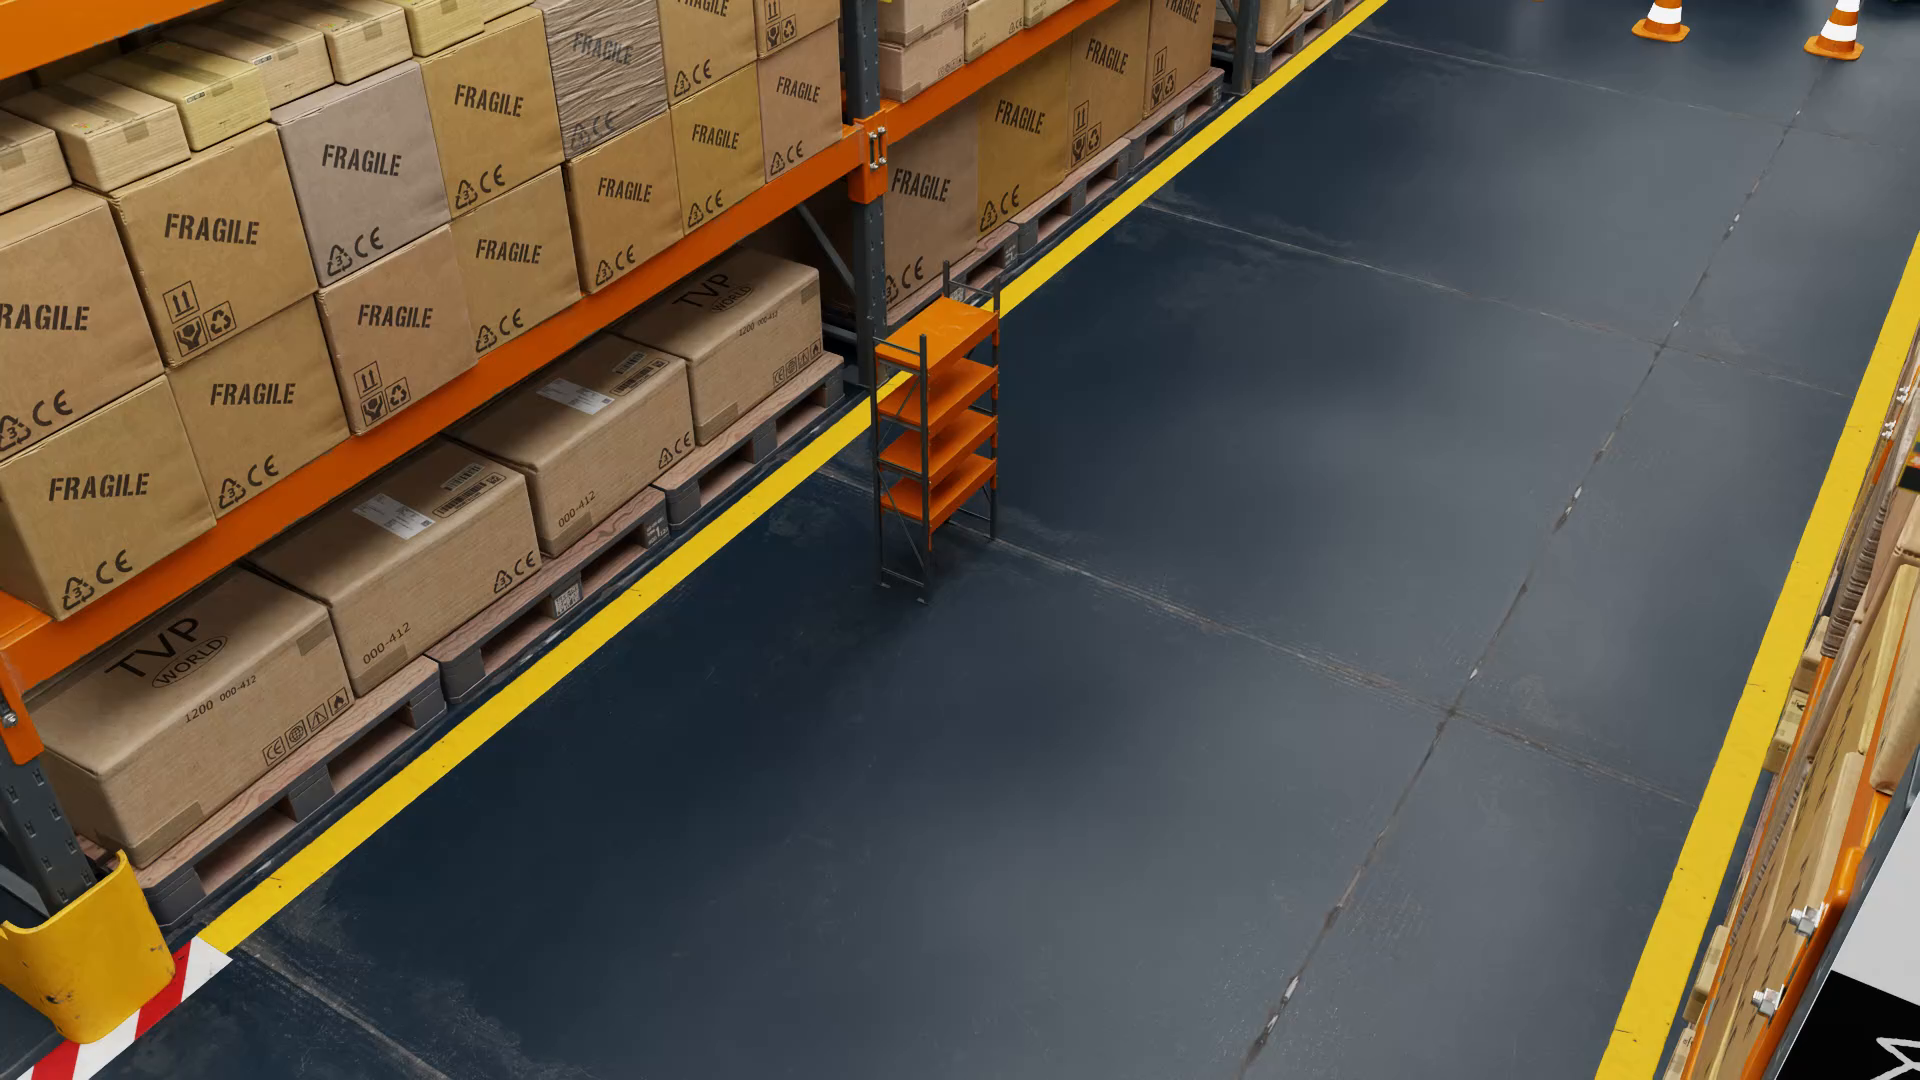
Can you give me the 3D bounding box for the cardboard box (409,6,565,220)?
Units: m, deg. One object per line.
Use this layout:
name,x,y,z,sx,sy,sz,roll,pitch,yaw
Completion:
cardboard box,-1.621,-1.379,5.181,0.500,0.500,0.500,21,42,25

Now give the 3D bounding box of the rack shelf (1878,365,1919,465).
rack shelf,4.523,-1.236,6.486,1.077,0.370,4.000,21,42,25

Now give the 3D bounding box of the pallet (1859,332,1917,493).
pallet,4.520,-0.419,7.121,1.003,0.211,1.213,21,42,25

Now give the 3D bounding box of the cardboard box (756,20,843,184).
cardboard box,-0.815,-1.774,6.513,0.500,0.500,0.500,22,43,26

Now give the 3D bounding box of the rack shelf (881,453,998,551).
rack shelf,-0.089,-0.179,6.435,0.258,0.148,0.480,21,42,25

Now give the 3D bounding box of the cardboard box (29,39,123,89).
cardboard box,-2.549,-1.354,4.617,0.380,0.149,0.250,22,43,26

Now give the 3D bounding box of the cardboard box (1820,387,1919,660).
cardboard box,2.414,0.031,3.928,0.500,0.500,0.500,20,42,24

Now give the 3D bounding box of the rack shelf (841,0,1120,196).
rack shelf,0.289,-2.803,8.519,1.077,0.370,4.000,21,42,25

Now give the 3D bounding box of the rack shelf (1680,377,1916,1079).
rack shelf,2.380,0.826,3.811,1.077,0.370,4.000,21,42,25

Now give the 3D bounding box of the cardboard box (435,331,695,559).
cardboard box,-1.688,-0.459,6.643,0.875,0.438,0.875,20,42,24

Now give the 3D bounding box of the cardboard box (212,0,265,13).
cardboard box,-2.265,-1.614,4.955,0.380,0.149,0.250,22,43,26

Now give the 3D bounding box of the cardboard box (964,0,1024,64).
cardboard box,-0.047,-2.406,7.537,0.500,0.250,0.500,20,42,24

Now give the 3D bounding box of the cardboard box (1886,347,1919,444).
cardboard box,3.637,-0.430,5.940,0.500,0.250,0.500,20,42,24

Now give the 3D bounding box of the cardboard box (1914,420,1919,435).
cardboard box,2.443,-0.369,3.627,0.500,0.500,0.500,22,43,26

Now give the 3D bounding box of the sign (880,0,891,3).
sign,-0.313,-2.251,6.439,0.100,0.325,0.005,21,42,25

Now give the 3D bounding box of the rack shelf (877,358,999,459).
rack shelf,-0.089,-0.514,6.177,0.258,0.148,0.480,21,42,25

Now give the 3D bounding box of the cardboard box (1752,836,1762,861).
cardboard box,2.475,0.862,4.678,0.380,0.149,0.250,22,43,26

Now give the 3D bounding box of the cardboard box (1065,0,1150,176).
cardboard box,0.439,-2.657,9.136,0.875,0.875,0.875,22,43,26

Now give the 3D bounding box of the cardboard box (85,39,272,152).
cardboard box,-2.059,-1.177,4.387,0.380,0.149,0.250,20,42,24

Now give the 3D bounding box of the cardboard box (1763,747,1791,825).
cardboard box,2.753,0.838,5.198,0.380,0.149,0.250,21,42,25

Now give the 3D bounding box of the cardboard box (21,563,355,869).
cardboard box,-2.656,0.480,5.425,0.875,0.438,0.875,20,42,24

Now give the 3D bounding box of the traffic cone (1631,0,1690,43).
traffic cone,4.711,-3.603,11.045,0.336,0.463,0.334,21,42,25

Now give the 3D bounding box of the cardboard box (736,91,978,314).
cardboard box,-0.517,-1.728,7.931,0.875,0.875,0.875,23,43,26

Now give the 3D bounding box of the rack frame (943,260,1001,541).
rack frame,0.042,-0.516,6.436,0.240,1.200,0.015,21,42,25

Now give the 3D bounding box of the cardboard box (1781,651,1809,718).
cardboard box,2.985,0.555,5.564,0.380,0.149,0.250,19,42,23

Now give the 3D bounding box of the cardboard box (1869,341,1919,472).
cardboard box,3.911,-0.395,6.509,0.500,0.500,0.500,20,42,24

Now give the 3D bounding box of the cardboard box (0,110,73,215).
cardboard box,-2.421,-0.939,4.078,0.380,0.149,0.250,22,43,26

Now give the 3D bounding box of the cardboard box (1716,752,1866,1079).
cardboard box,1.344,0.701,2.239,0.500,0.500,0.500,20,42,24

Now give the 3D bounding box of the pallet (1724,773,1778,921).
pallet,3.122,0.972,5.316,1.003,0.211,1.213,21,42,25

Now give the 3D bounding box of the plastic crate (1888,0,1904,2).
plastic crate,6.725,-4.042,11.792,0.662,0.188,0.450,-18,51,-22

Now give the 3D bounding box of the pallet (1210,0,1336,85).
pallet,1.781,-3.417,11.010,1.003,0.211,1.213,21,42,25

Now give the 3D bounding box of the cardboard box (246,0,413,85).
cardboard box,-1.794,-1.444,4.734,0.380,0.149,0.250,22,43,26

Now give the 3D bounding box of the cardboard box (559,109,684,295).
cardboard box,-1.343,-1.243,5.824,0.500,0.500,0.500,21,42,24

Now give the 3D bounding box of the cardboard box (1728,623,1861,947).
cardboard box,1.876,0.570,3.228,0.500,0.500,0.500,21,42,25

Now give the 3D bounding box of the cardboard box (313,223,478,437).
cardboard box,-1.890,-0.715,5.138,0.500,0.500,0.500,21,42,25

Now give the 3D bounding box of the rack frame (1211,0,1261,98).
rack frame,1.361,-4.119,9.637,1.000,3.000,0.127,21,42,25

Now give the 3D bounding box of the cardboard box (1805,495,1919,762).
cardboard box,1.886,0.169,2.929,0.500,0.500,0.500,23,43,27

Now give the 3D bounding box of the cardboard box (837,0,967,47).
cardboard box,-0.308,-2.330,7.030,0.500,0.250,0.500,20,42,24

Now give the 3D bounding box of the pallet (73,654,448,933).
pallet,-2.563,0.671,5.706,1.003,0.211,1.213,21,42,25

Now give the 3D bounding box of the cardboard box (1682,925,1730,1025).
cardboard box,2.171,1.235,4.439,0.380,0.149,0.250,22,43,26

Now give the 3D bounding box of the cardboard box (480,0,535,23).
cardboard box,-1.536,-1.717,5.088,0.380,0.149,0.250,21,42,25

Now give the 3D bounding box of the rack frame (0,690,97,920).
rack frame,-2.925,0.005,4.287,1.000,3.000,0.127,21,42,25

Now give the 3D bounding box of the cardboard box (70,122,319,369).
cardboard box,-2.157,-0.854,4.500,0.500,0.500,0.500,20,42,24

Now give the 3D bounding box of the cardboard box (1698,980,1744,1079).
cardboard box,1.332,1.099,2.542,0.500,0.500,0.500,22,43,26

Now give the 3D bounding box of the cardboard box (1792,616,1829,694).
cardboard box,2.987,0.437,5.474,0.380,0.149,0.250,23,43,27

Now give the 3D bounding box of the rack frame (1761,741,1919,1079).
rack frame,1.309,1.572,2.254,1.000,3.000,0.127,21,42,25

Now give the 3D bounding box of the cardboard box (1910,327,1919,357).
cardboard box,4.463,-0.921,7.191,0.500,0.500,0.500,20,42,24

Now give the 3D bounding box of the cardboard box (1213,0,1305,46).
cardboard box,1.672,-3.533,10.684,0.950,0.372,0.625,18,41,22

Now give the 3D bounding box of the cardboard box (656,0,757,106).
cardboard box,-1.080,-1.900,5.857,0.500,0.500,0.500,21,42,24

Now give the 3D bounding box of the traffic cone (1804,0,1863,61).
traffic cone,5.744,-3.412,10.797,0.336,0.463,0.334,21,42,25

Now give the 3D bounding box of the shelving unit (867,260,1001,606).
shelving unit,-0.089,-0.390,6.273,0.258,1.200,0.503,21,42,25

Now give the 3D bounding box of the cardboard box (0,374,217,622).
cardboard box,-2.426,-0.188,4.456,0.500,0.500,0.500,21,42,25

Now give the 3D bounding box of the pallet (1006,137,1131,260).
pallet,0.221,-2.007,9.180,1.003,0.211,1.213,21,42,25

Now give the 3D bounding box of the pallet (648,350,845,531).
pallet,-1.256,-0.586,7.338,1.003,0.211,1.213,21,42,25
